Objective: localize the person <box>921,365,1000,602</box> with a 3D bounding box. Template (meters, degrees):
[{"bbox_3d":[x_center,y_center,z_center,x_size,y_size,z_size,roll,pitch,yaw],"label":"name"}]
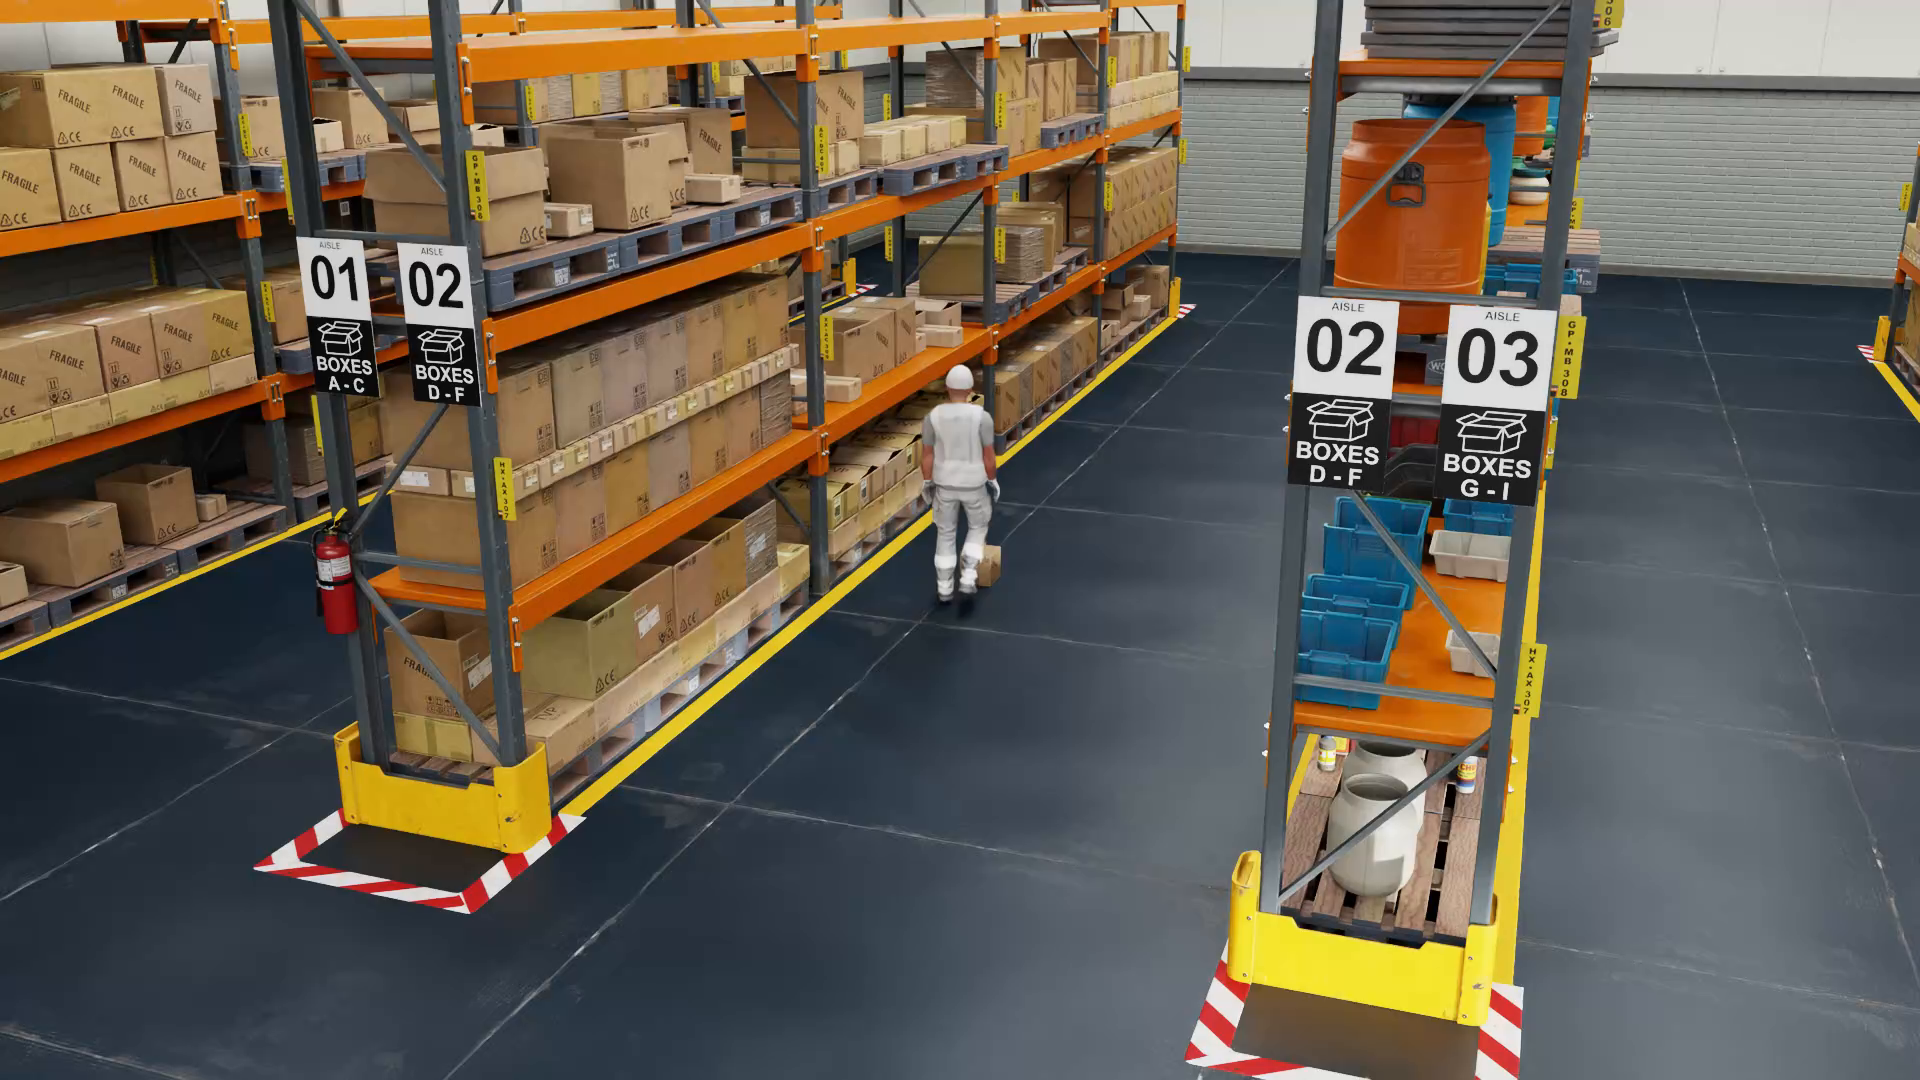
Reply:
[{"bbox_3d":[0.004,-0.404,12.179,0.579,1.793,0.443,3,19,8],"label":"person"}]
